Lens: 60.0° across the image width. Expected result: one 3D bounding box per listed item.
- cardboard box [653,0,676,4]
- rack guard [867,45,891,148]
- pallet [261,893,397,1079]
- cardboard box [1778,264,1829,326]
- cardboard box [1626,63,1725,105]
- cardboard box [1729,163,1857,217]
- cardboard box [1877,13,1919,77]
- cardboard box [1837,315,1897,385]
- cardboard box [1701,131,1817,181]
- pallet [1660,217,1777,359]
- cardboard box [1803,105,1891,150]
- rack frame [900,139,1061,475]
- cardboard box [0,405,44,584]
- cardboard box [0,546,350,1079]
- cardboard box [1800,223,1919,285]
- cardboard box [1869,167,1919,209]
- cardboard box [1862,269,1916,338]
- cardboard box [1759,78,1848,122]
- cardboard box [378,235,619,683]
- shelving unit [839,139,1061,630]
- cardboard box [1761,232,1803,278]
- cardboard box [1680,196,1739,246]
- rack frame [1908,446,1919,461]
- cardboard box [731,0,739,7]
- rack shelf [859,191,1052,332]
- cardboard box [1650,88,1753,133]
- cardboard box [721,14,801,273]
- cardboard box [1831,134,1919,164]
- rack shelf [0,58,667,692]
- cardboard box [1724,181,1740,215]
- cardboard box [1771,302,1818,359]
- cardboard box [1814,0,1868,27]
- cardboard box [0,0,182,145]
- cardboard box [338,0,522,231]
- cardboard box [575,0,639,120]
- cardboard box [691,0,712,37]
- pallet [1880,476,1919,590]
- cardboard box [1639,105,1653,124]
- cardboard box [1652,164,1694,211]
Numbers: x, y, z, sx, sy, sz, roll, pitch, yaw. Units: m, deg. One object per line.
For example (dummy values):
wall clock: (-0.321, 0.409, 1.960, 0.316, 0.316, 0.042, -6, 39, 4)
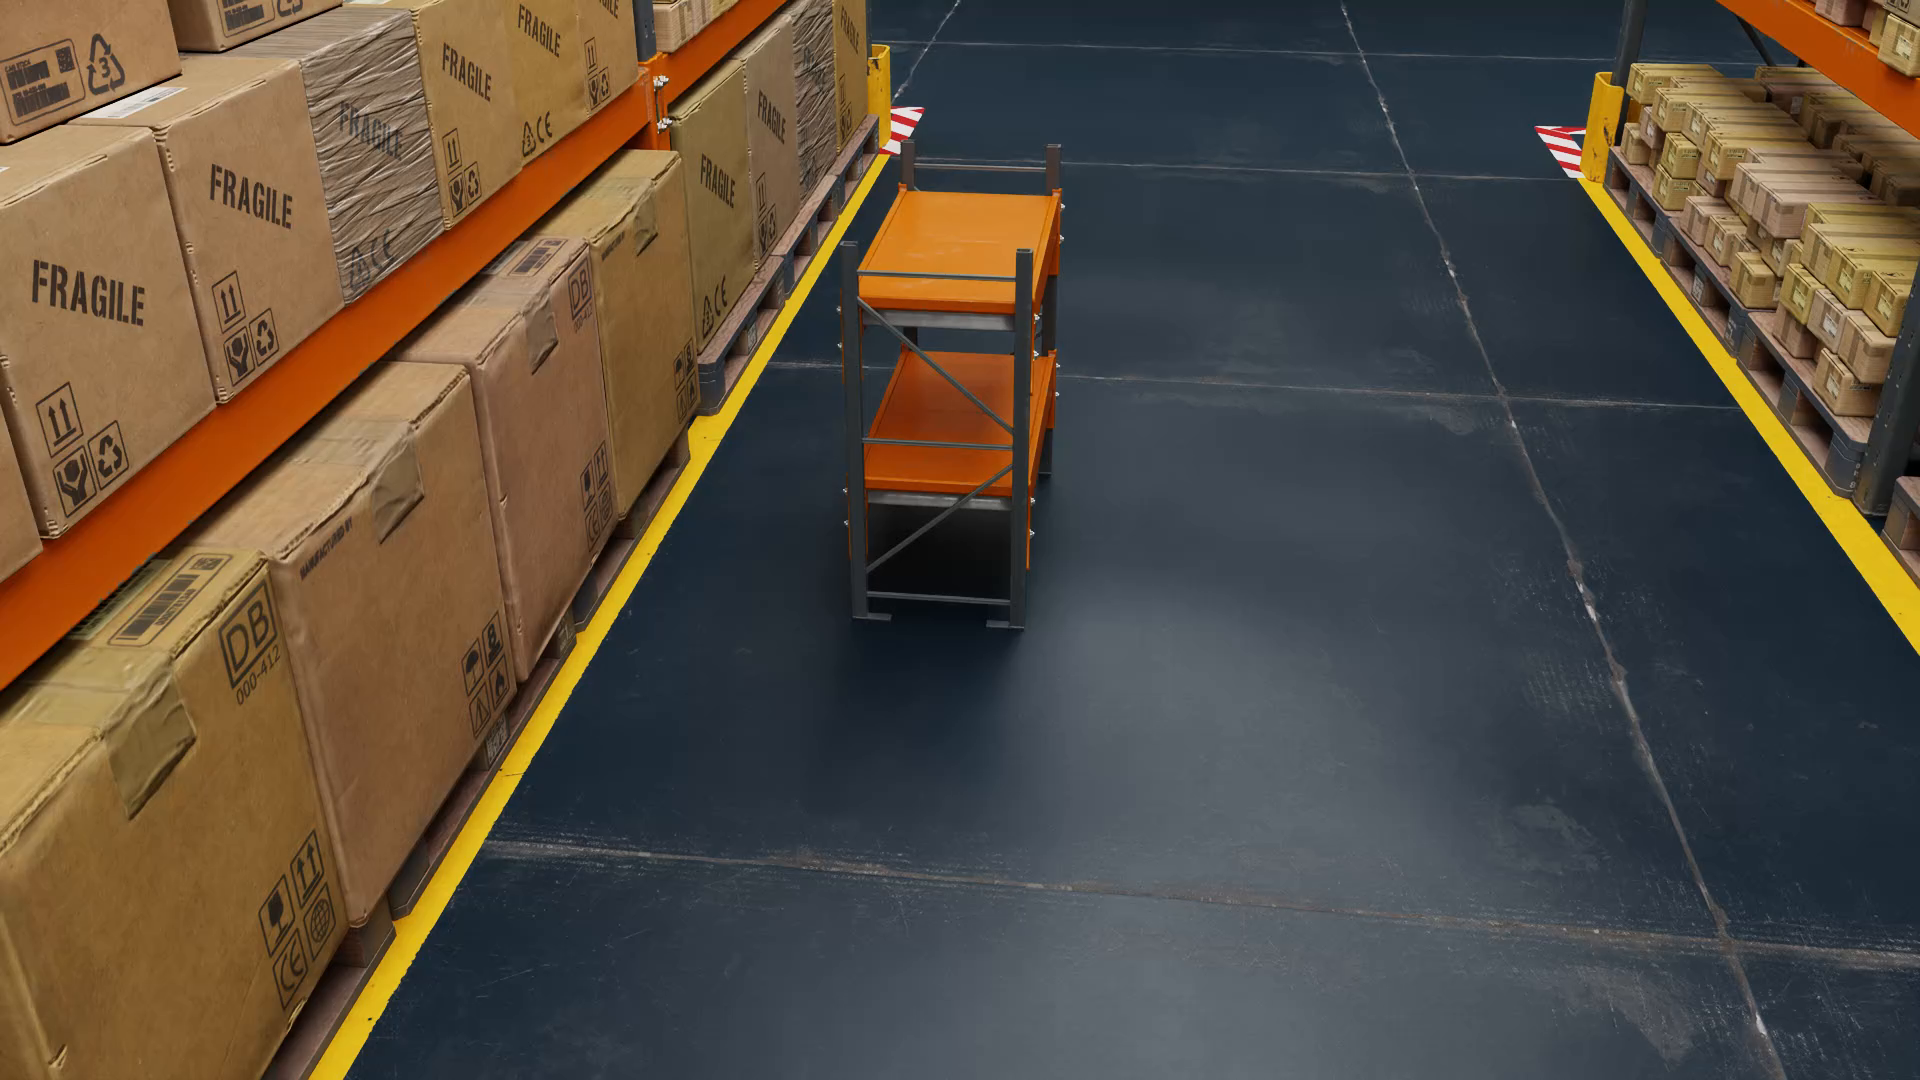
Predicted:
cardboard box: (-1.165, -2.000, 5.644, 0.500, 0.250, 0.500, 3, 28, 5)
rack guard: (-0.989, -2.523, 9.405, 1.175, 0.500, 0.348, 3, 28, 6)
pallet: (-1.801, 1.015, 3.144, 1.003, 0.211, 1.213, 3, 28, 6)
cardboard box: (3.187, -0.876, 5.962, 0.380, 0.149, 0.250, 2, 28, 4)
cardboard box: (3.516, -2.241, 8.182, 0.380, 0.149, 0.250, 2, 28, 4)
cardboard box: (3.300, -1.386, 6.595, 0.380, 0.149, 0.250, 2, 28, 4)
cardboard box: (3.154, -1.558, 5.244, 0.380, 0.149, 0.250, 3, 28, 5)
cardboard box: (3.151, -0.621, 5.489, 0.380, 0.149, 0.250, 4, 29, 7)
cardboard box: (3.375, -1.620, 7.030, 0.380, 0.149, 0.250, 4, 29, 7)
pallet: (3.622, -1.059, 6.994, 1.003, 0.211, 1.213, 3, 28, 6)
cardboard box: (4.016, -1.841, 7.441, 0.380, 0.149, 0.250, 2, 28, 4)
rack frame: (0.063, -0.738, 5.433, 0.500, 1.125, 0.032, 3, 28, 6)
cardboard box: (-1.643, -0.103, 2.173, 0.500, 0.500, 0.500, 4, 29, 8)
cardboard box: (-1.867, 0.581, 2.807, 1.225, 0.875, 0.875, 2, 28, 4)
cardboard box: (3.228, -1.008, 5.893, 0.380, 0.149, 0.250, 3, 28, 6)
cardboard box: (3.823, -1.355, 6.539, 0.380, 0.149, 0.250, 2, 28, 4)
cardboard box: (3.213, -0.767, 5.448, 0.380, 0.149, 0.250, 4, 29, 8)
cardboard box: (4.017, -2.089, 7.900, 0.380, 0.149, 0.250, 4, 29, 7)
cardboard box: (-1.650, -0.255, 4.359, 1.225, 0.875, 0.875, 2, 28, 4)
shelving unit: (0.001, -0.498, 4.989, 0.538, 1.125, 1.048, 3, 28, 6)
cardboard box: (3.327, -1.109, 6.396, 0.380, 0.149, 0.250, 4, 29, 7)
cardboard box: (3.368, -1.381, 7.213, 0.380, 0.149, 0.250, 2, 28, 4)
rack frame: (3.424, -1.393, 4.673, 0.949, 2.616, 0.053, 3, 28, 6)
cardboard box: (-1.022, -2.110, 6.268, 0.380, 0.149, 0.250, 3, 28, 5)
rack shelf: (0.001, -0.821, 4.816, 0.459, 0.093, 0.952, 3, 28, 6)
cardboard box: (3.444, -1.993, 7.722, 0.380, 0.149, 0.250, 3, 28, 6)
cardboard box: (-1.212, -1.708, 7.055, 0.875, 0.875, 0.875, 3, 28, 6)
cardboard box: (3.896, -1.594, 6.982, 0.380, 0.149, 0.250, 2, 28, 4)
rack shelf: (-1.728, -0.471, 3.720, 1.077, 0.370, 4.000, 3, 28, 6)
cardboard box: (3.498, -1.484, 7.091, 0.380, 0.149, 0.250, 5, 29, 9)
cardboard box: (3.221, -0.773, 6.085, 0.380, 0.149, 0.250, 2, 28, 5)
cardboard box: (3.305, -1.930, 5.935, 0.380, 0.149, 0.250, 2, 28, 4)
cardboard box: (-1.784, -0.981, 2.746, 0.797, 0.503, 0.637, 4, 29, 7)
cardboard box: (-1.393, -1.058, 3.946, 0.500, 0.500, 0.500, 3, 28, 6)
cardboard box: (-1.269, -1.537, 4.835, 0.500, 0.500, 0.500, 3, 29, 6)
cardboard box: (-1.084, -1.862, 5.808, 0.380, 0.149, 0.250, 2, 28, 5)
pallet: (3.334, 0.201, 4.654, 1.003, 0.211, 1.213, 3, 28, 6)
cardboard box: (3.599, -2.105, 8.244, 0.380, 0.149, 0.250, 5, 29, 8)
cardboard box: (3.421, -1.618, 7.655, 0.380, 0.149, 0.250, 4, 29, 7)
